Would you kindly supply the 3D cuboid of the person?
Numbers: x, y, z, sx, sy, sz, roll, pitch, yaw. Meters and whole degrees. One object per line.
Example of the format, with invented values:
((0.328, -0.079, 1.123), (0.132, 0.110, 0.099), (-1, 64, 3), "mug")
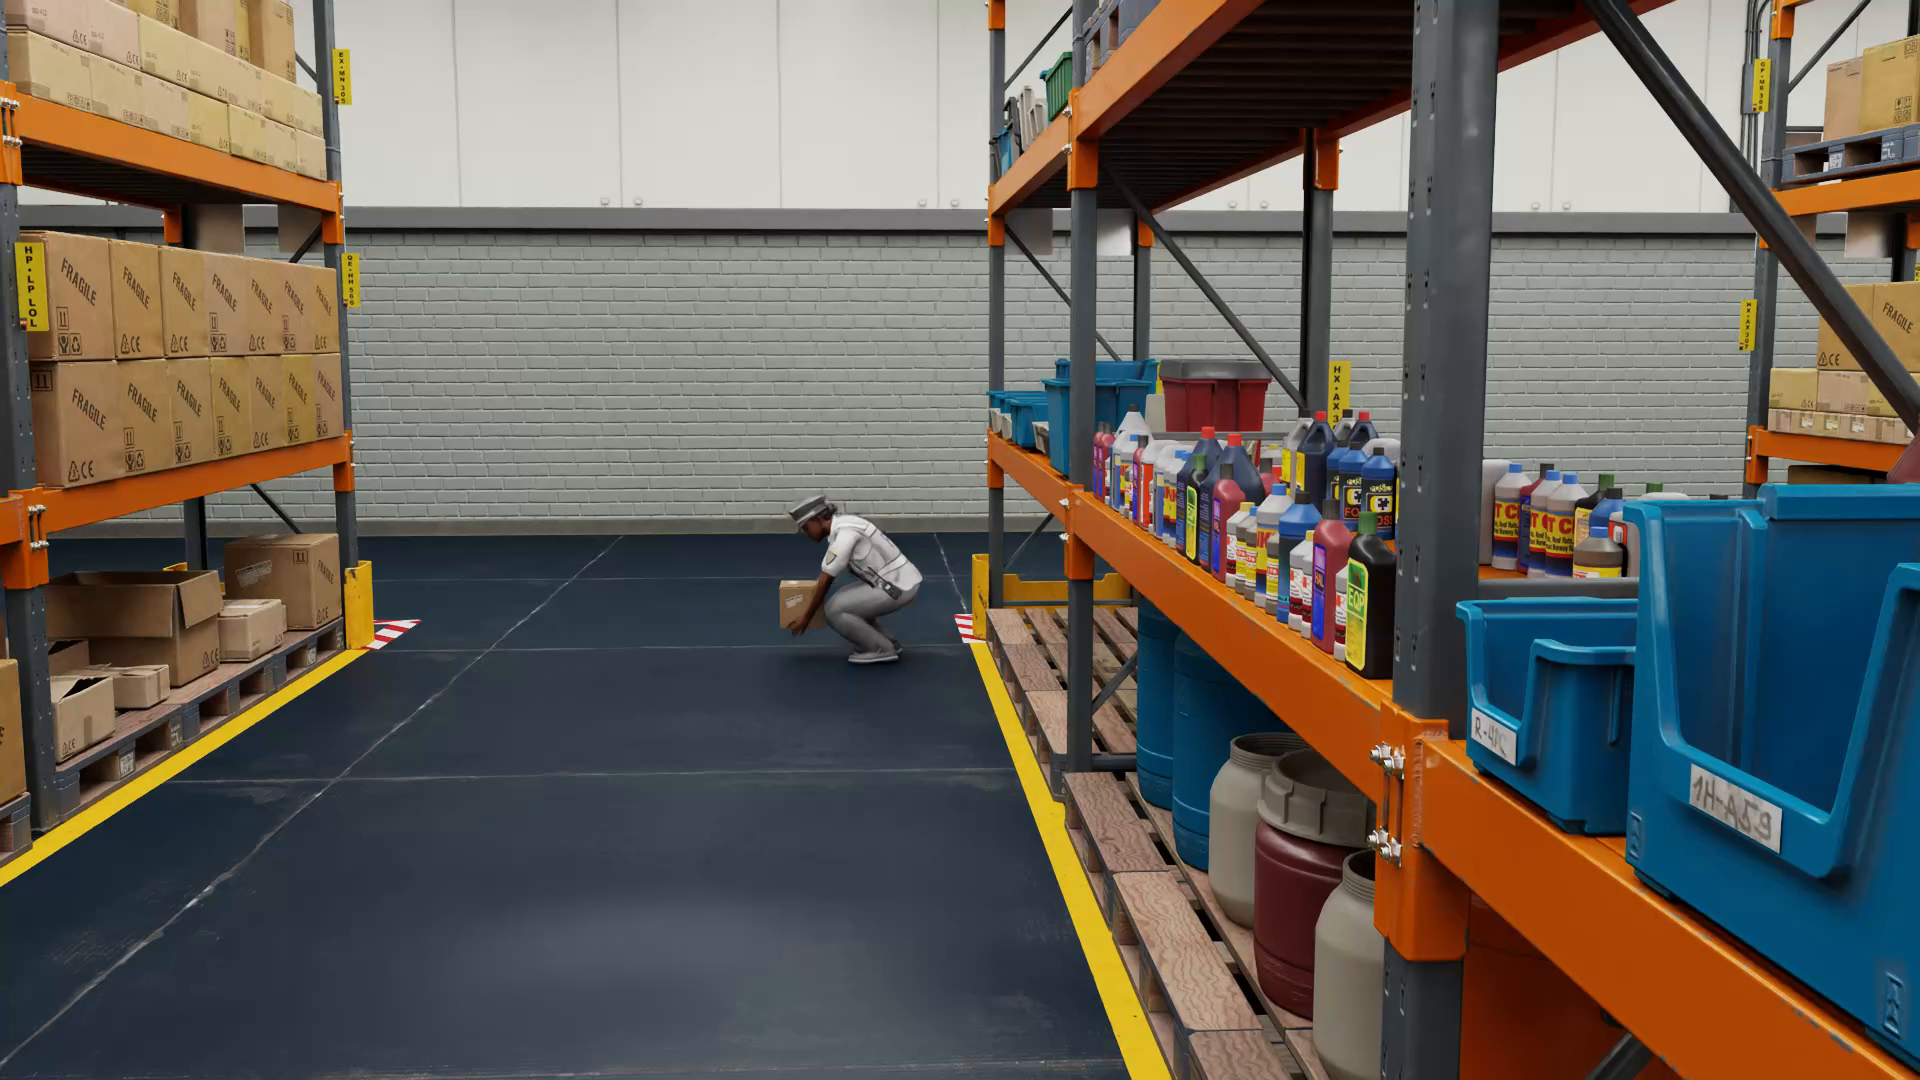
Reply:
((-0.626, 0.222, 9.809), (0.811, 0.996, 0.464), (0, 7, 1), "person")
